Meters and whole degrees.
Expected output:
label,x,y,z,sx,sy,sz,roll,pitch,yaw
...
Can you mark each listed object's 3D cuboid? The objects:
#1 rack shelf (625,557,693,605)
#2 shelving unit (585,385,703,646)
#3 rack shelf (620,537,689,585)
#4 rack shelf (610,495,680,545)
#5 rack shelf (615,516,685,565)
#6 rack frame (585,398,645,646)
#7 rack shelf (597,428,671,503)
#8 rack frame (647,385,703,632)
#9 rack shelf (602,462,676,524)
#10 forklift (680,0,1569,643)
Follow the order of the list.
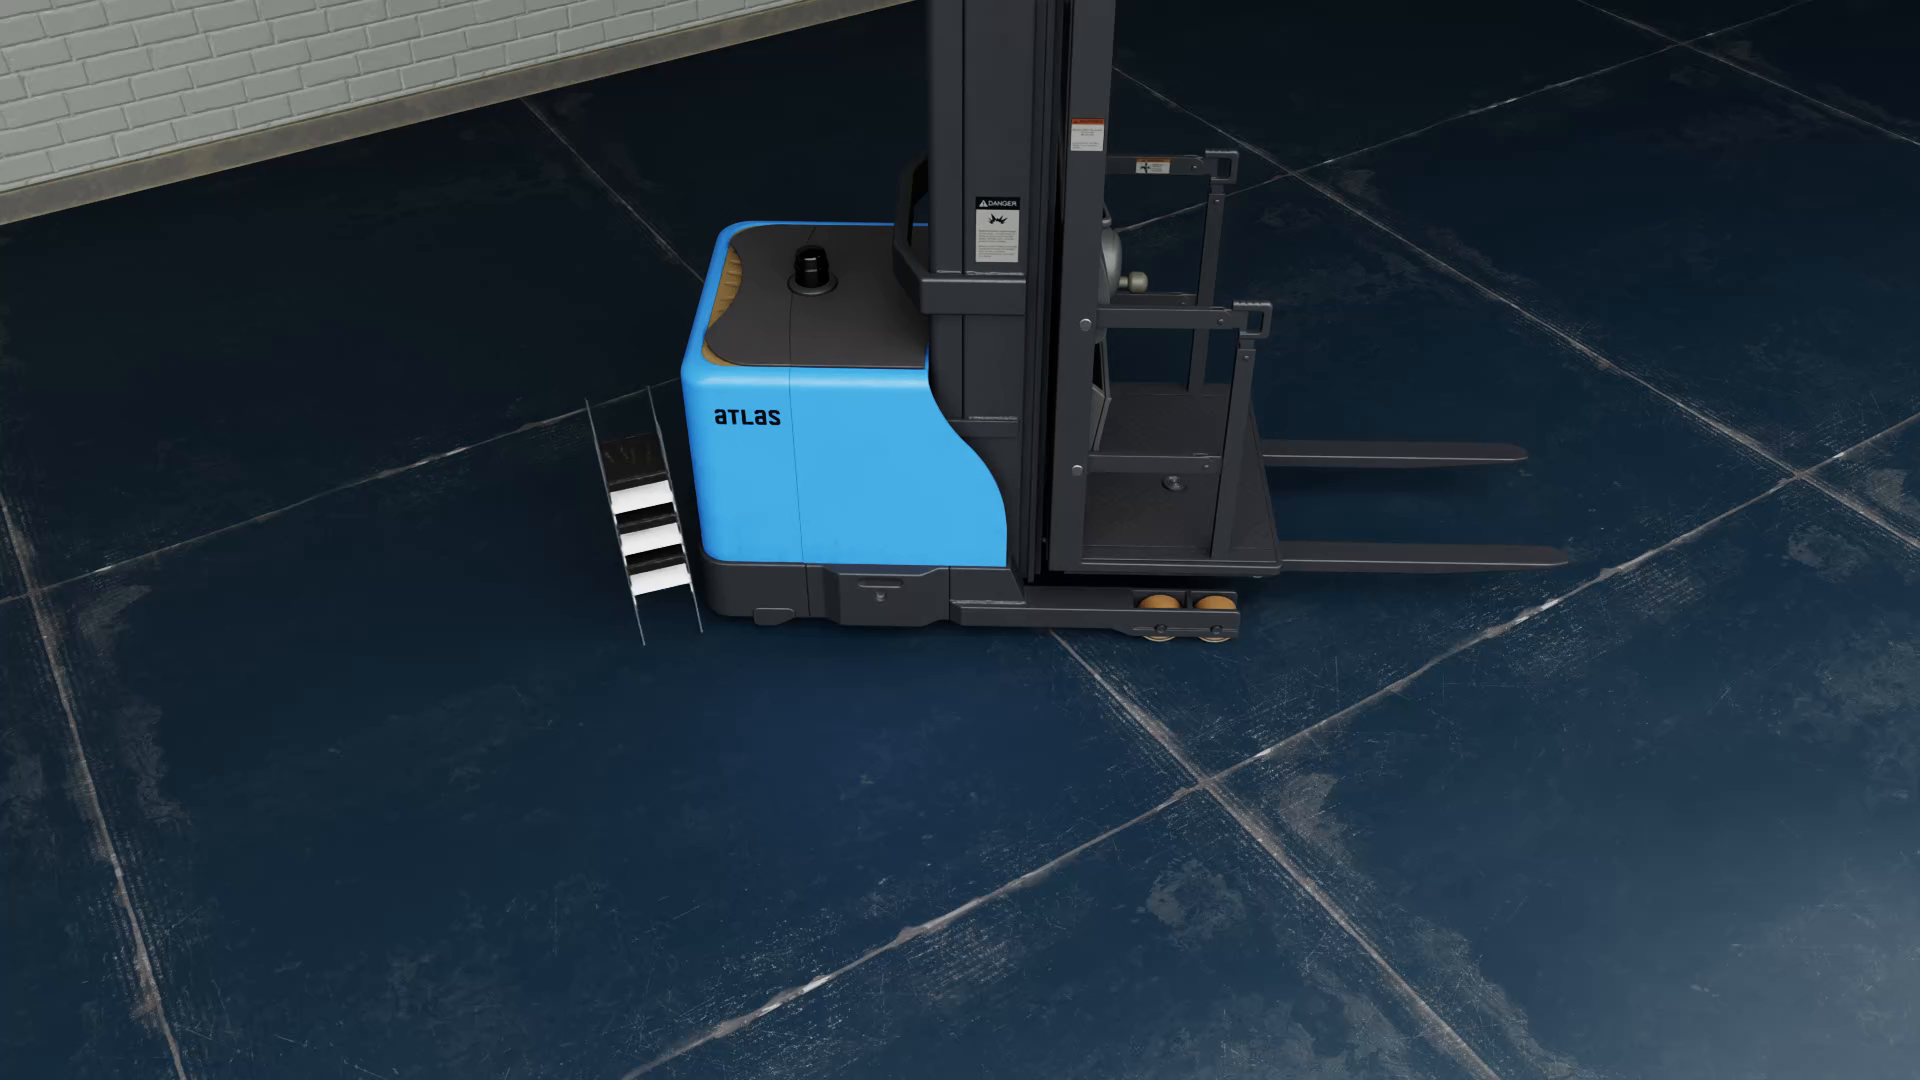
label,x,y,z,sx,sy,sz,roll,pitch,yaw
rack shelf,-1.050,0.094,5.760,0.200,0.077,0.258,-13,41,-11
shelving unit,-1.061,-0.068,5.621,0.210,0.900,0.258,-13,41,-11
rack shelf,-1.055,0.025,5.701,0.200,0.077,0.258,-13,41,-11
rack shelf,-1.063,-0.111,5.584,0.200,0.077,0.258,-13,41,-11
rack shelf,-1.059,-0.043,5.643,0.200,0.077,0.258,-13,41,-11
rack frame,-1.158,-0.046,5.602,0.006,0.900,0.240,-13,41,-11
rack shelf,-1.072,-0.247,5.467,0.200,0.077,0.258,-13,41,-11
rack frame,-0.963,-0.091,5.640,0.006,0.900,0.240,-13,41,-11
rack shelf,-1.068,-0.179,5.526,0.200,0.077,0.258,-13,41,-11
forklift,0.624,-1.115,5.299,3.031,2.935,1.130,1,40,1
